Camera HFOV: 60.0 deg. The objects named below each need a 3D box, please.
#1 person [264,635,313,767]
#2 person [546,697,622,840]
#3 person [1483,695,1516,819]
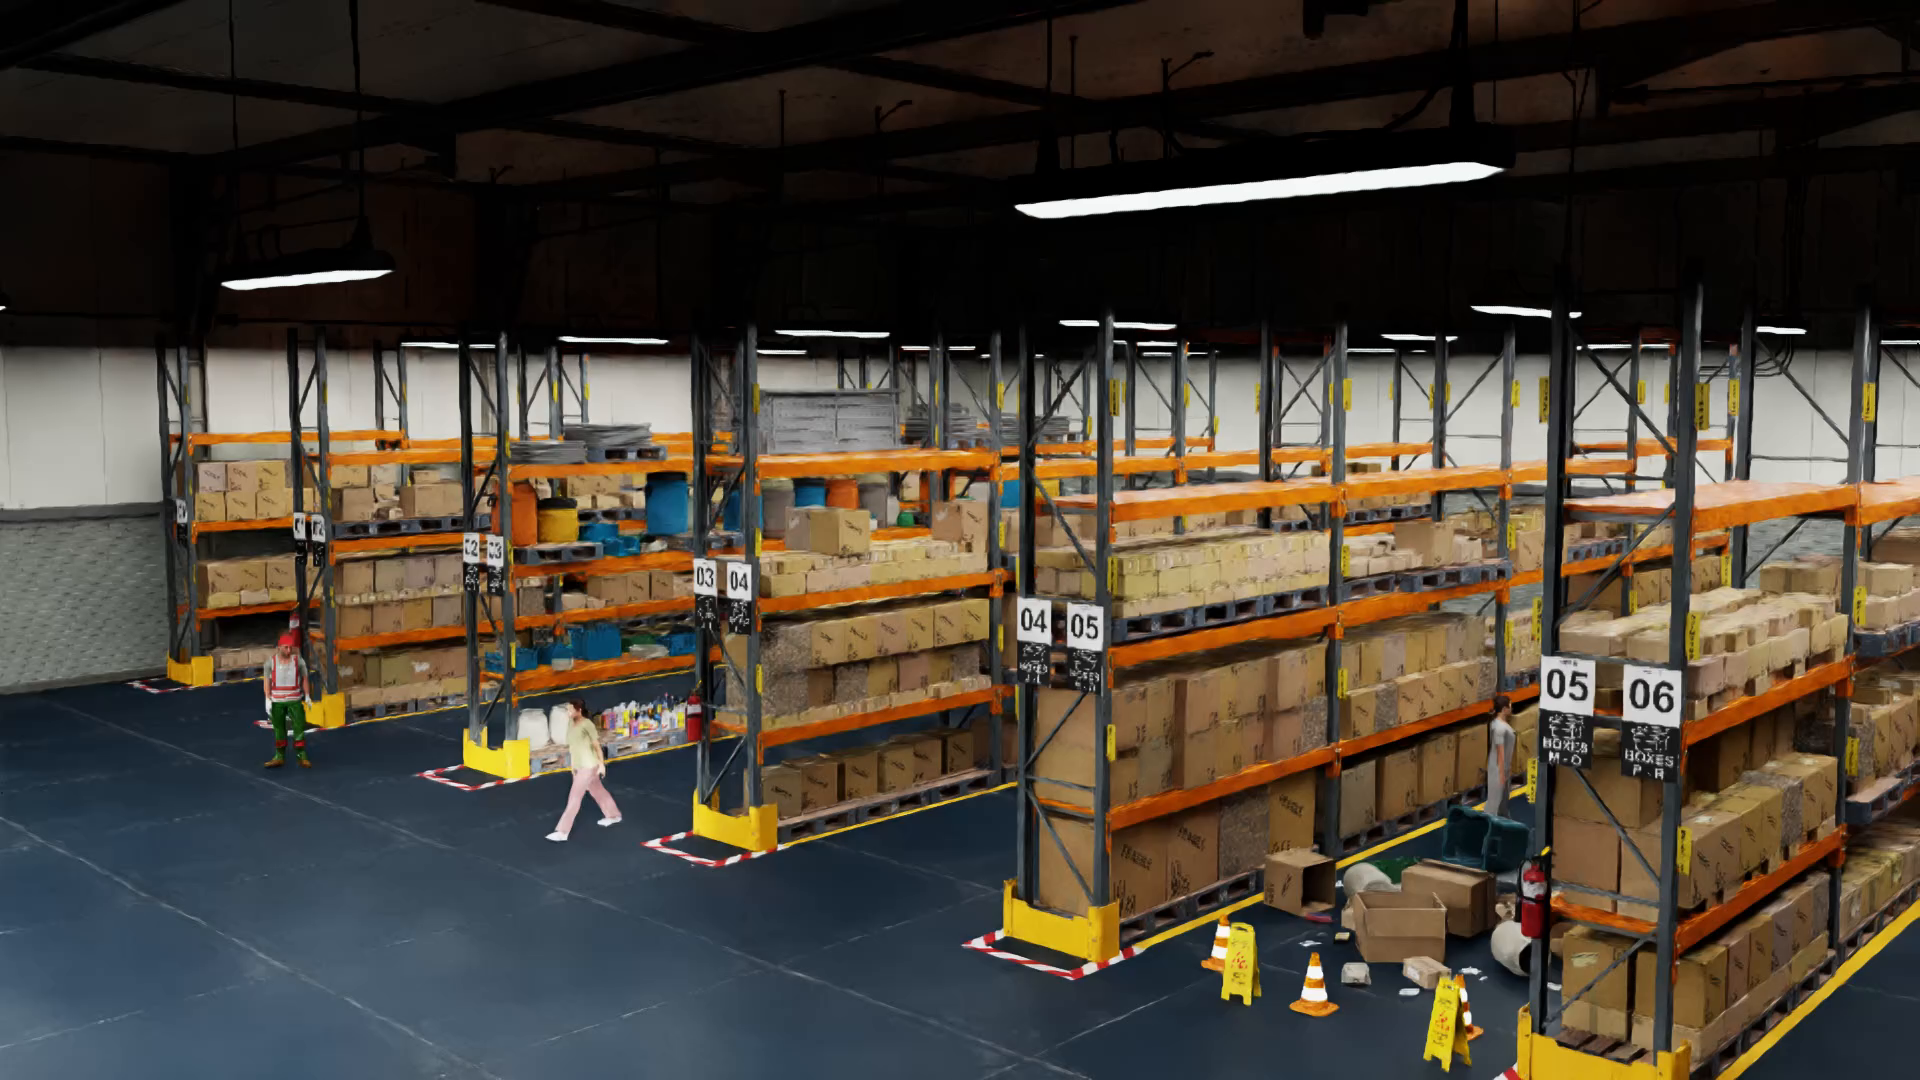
[{"bbox_3d":[-9.069,2.164,22.393,0.632,1.794,0.466,-2,6,-21],"label":"person"},{"bbox_3d":[-4.340,2.571,19.033,1.110,1.590,0.448,-5,7,-44],"label":"person"},{"bbox_3d":[6.092,2.565,18.624,0.457,1.675,0.532,2,6,19],"label":"person"}]
